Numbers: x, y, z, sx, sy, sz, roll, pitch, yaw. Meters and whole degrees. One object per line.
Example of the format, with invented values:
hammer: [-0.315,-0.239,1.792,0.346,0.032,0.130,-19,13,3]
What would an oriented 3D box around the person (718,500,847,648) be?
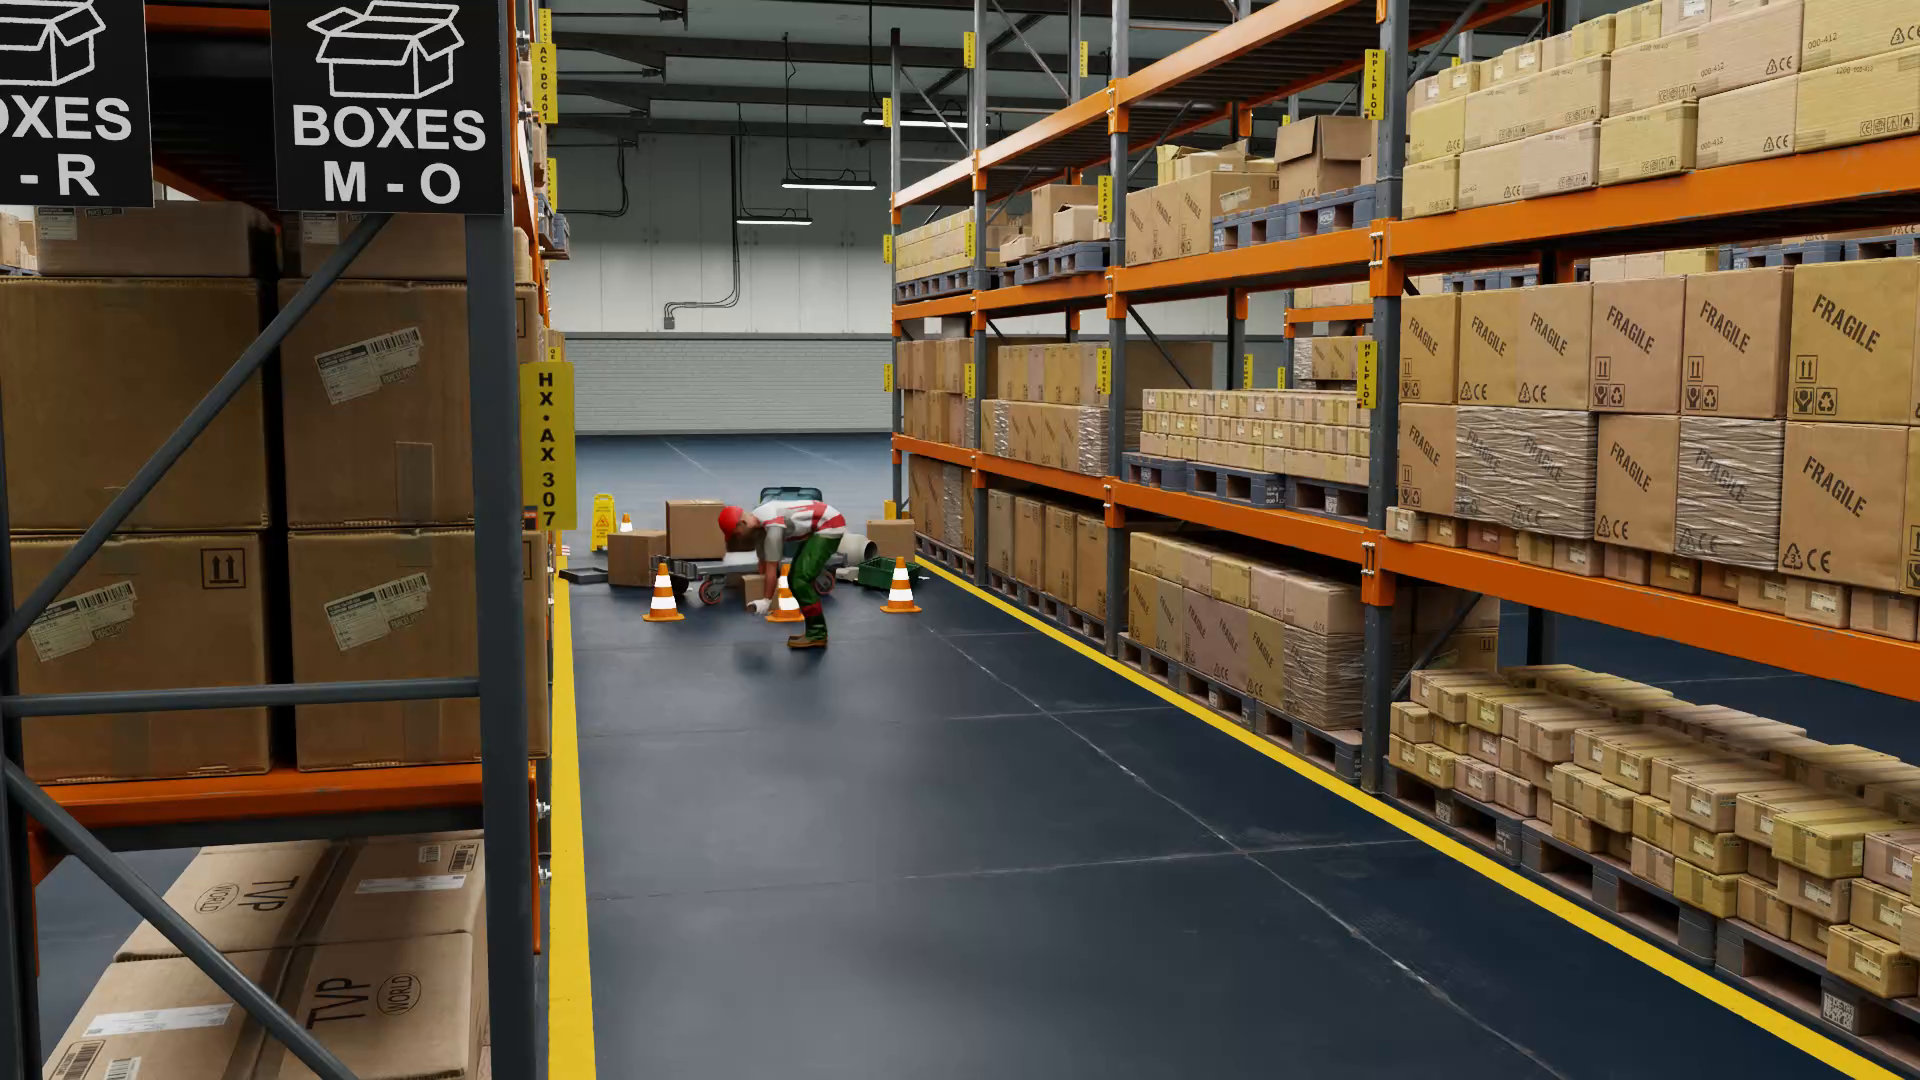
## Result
person: [-1.341,0.257,12.573,0.964,1.106,0.494,-2,6,-16]
